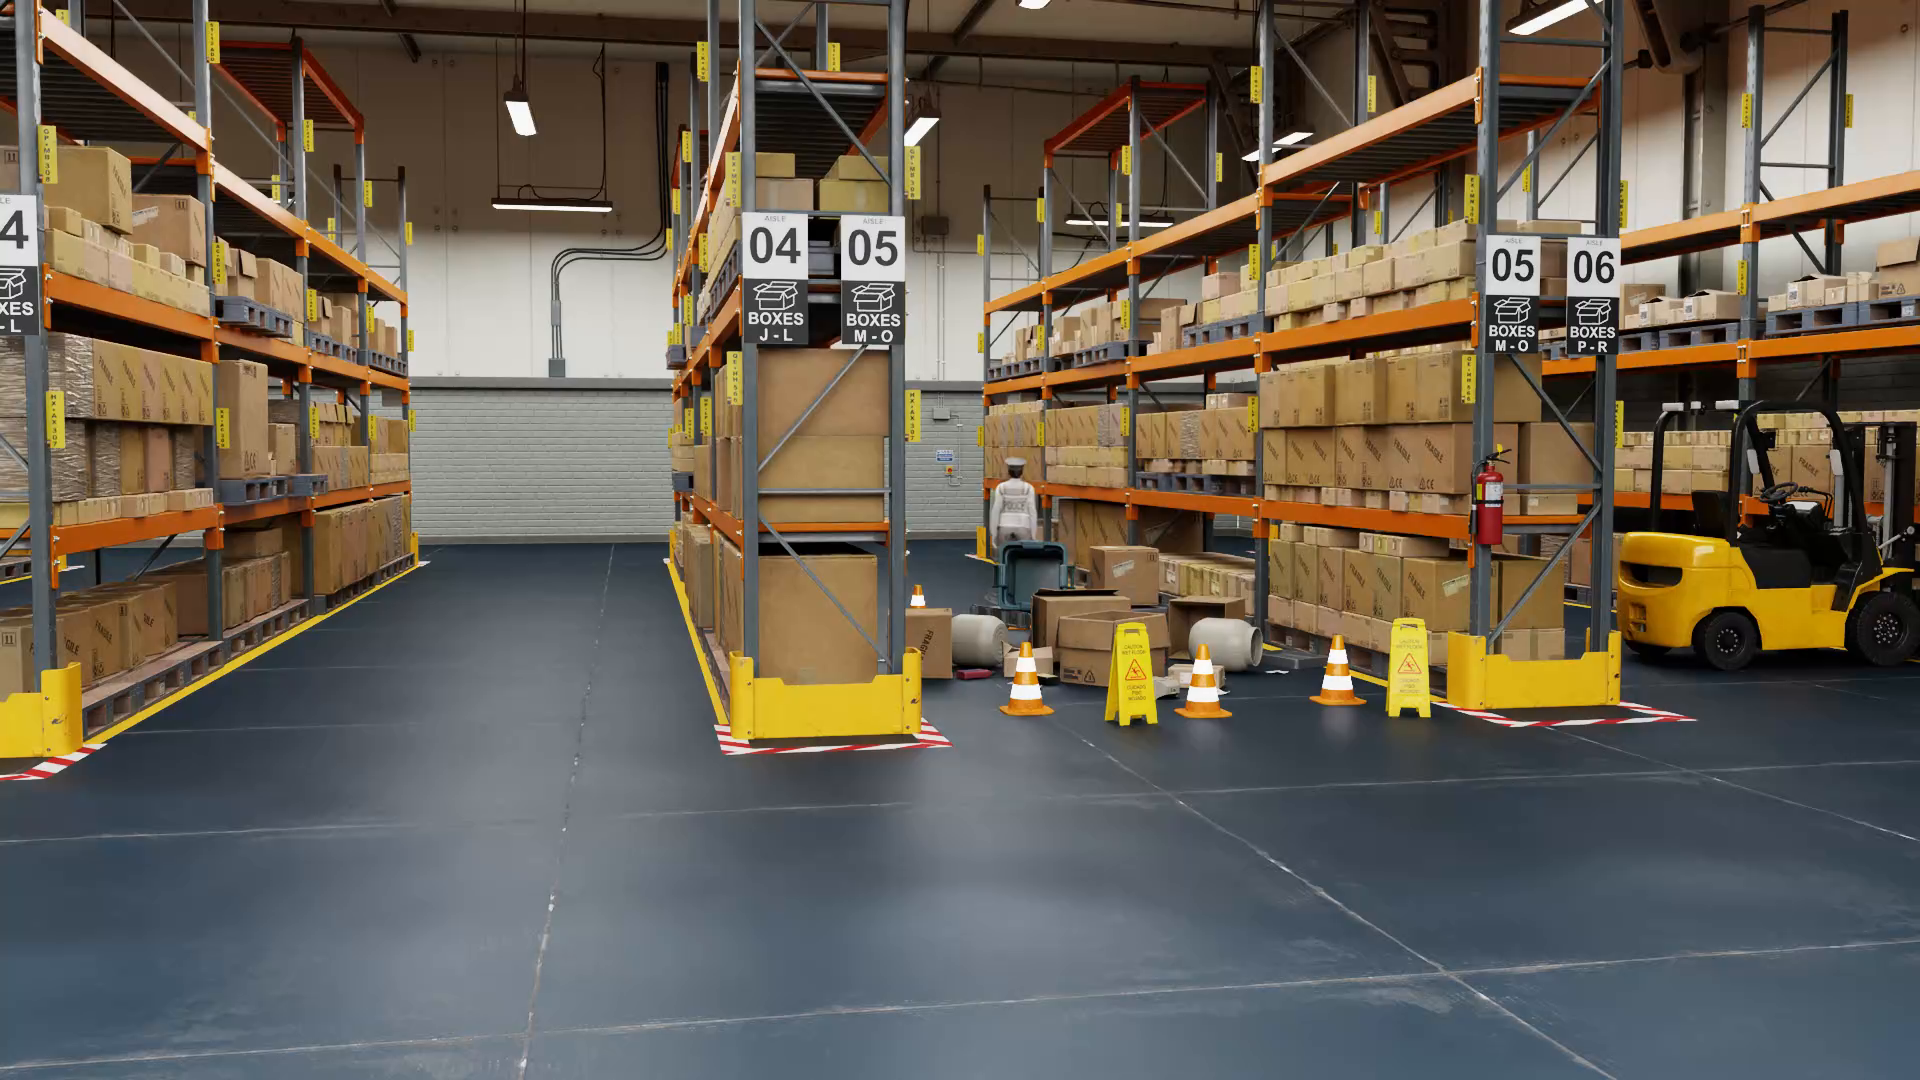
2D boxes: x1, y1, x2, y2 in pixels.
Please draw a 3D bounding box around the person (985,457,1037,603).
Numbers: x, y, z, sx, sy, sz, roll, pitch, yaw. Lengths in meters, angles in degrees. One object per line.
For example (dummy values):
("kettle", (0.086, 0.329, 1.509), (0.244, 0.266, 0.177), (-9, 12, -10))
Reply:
("person", (0.549, -0.087, 18.352), (0.642, 1.655, 0.772), (1, 3, 9))
